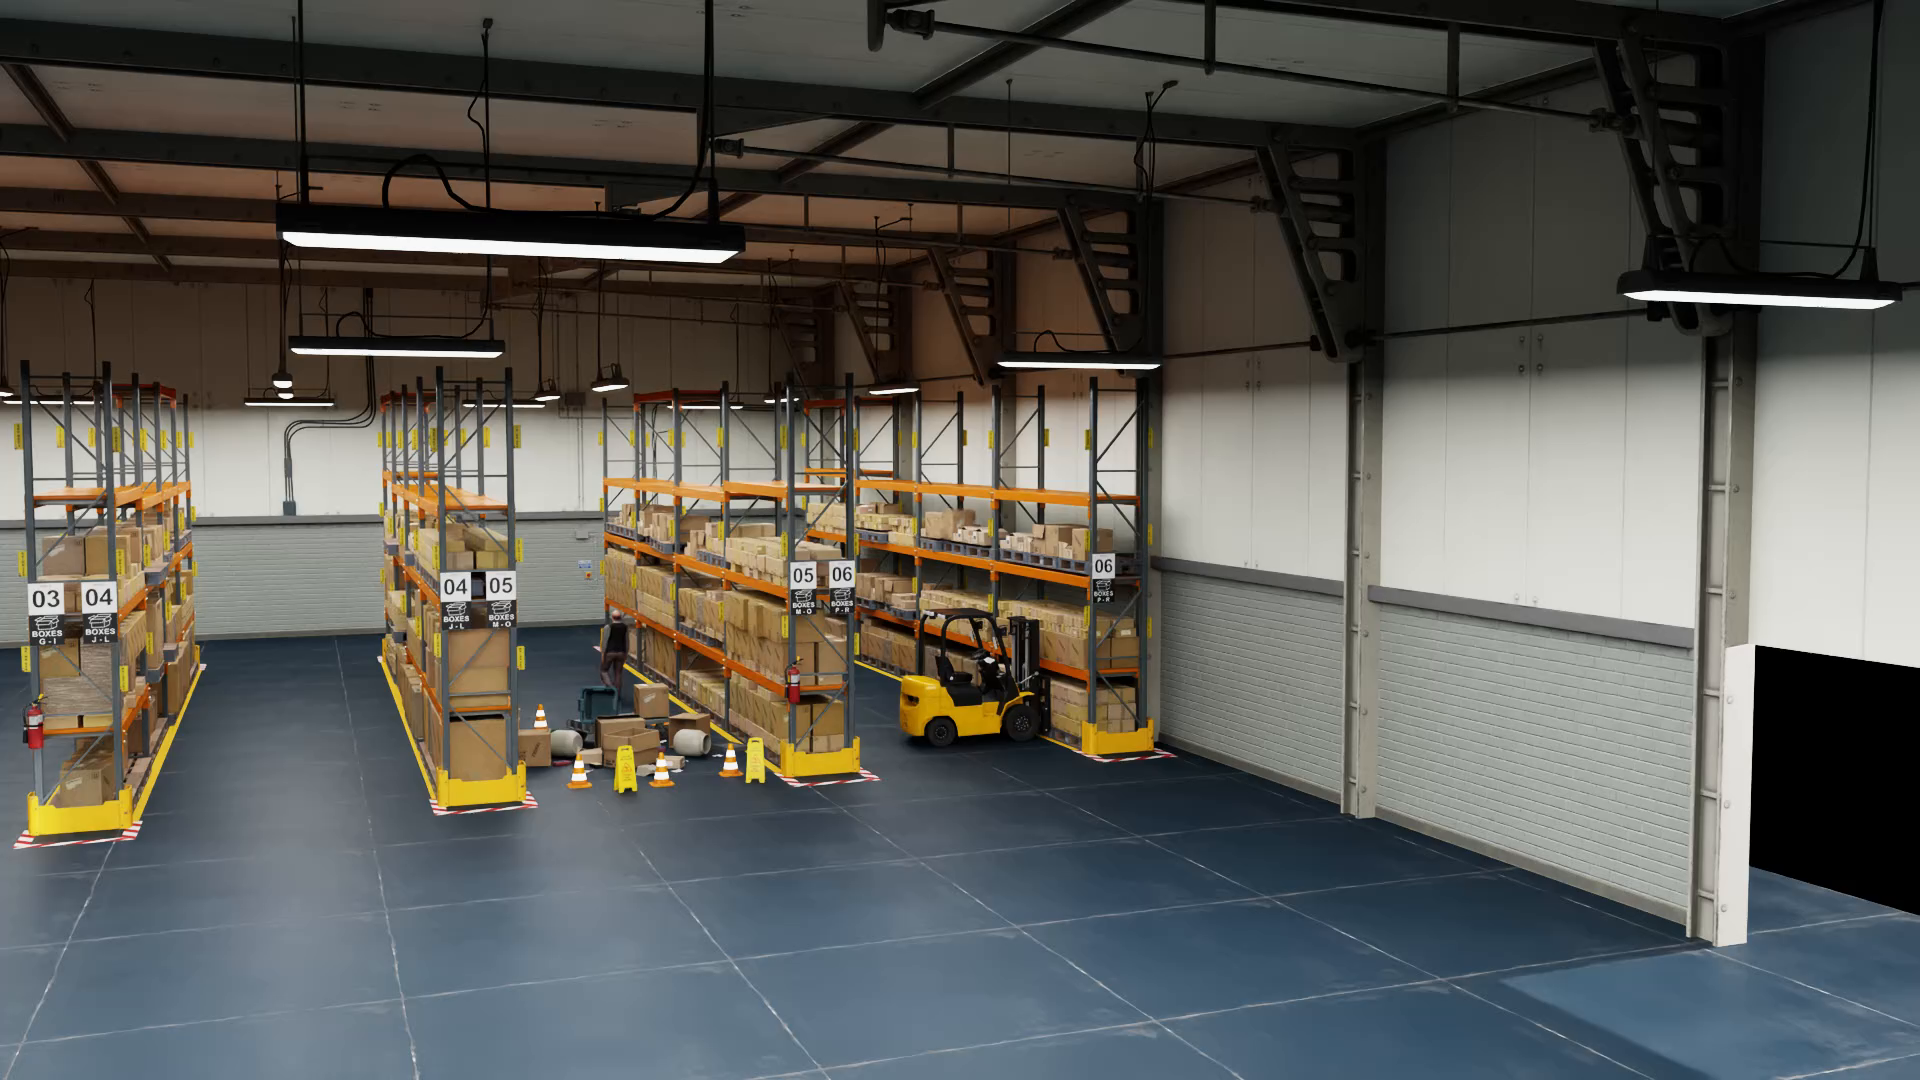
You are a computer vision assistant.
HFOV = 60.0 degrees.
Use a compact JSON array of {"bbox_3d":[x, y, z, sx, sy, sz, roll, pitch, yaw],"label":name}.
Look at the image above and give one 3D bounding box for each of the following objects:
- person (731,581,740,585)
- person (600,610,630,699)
[{"bbox_3d":[-5.372,1.752,40.083,0.801,1.656,0.519,0,3,8],"label":"person"},{"bbox_3d":[-6.638,2.207,31.999,0.575,1.719,0.429,-2,4,-29],"label":"person"}]
